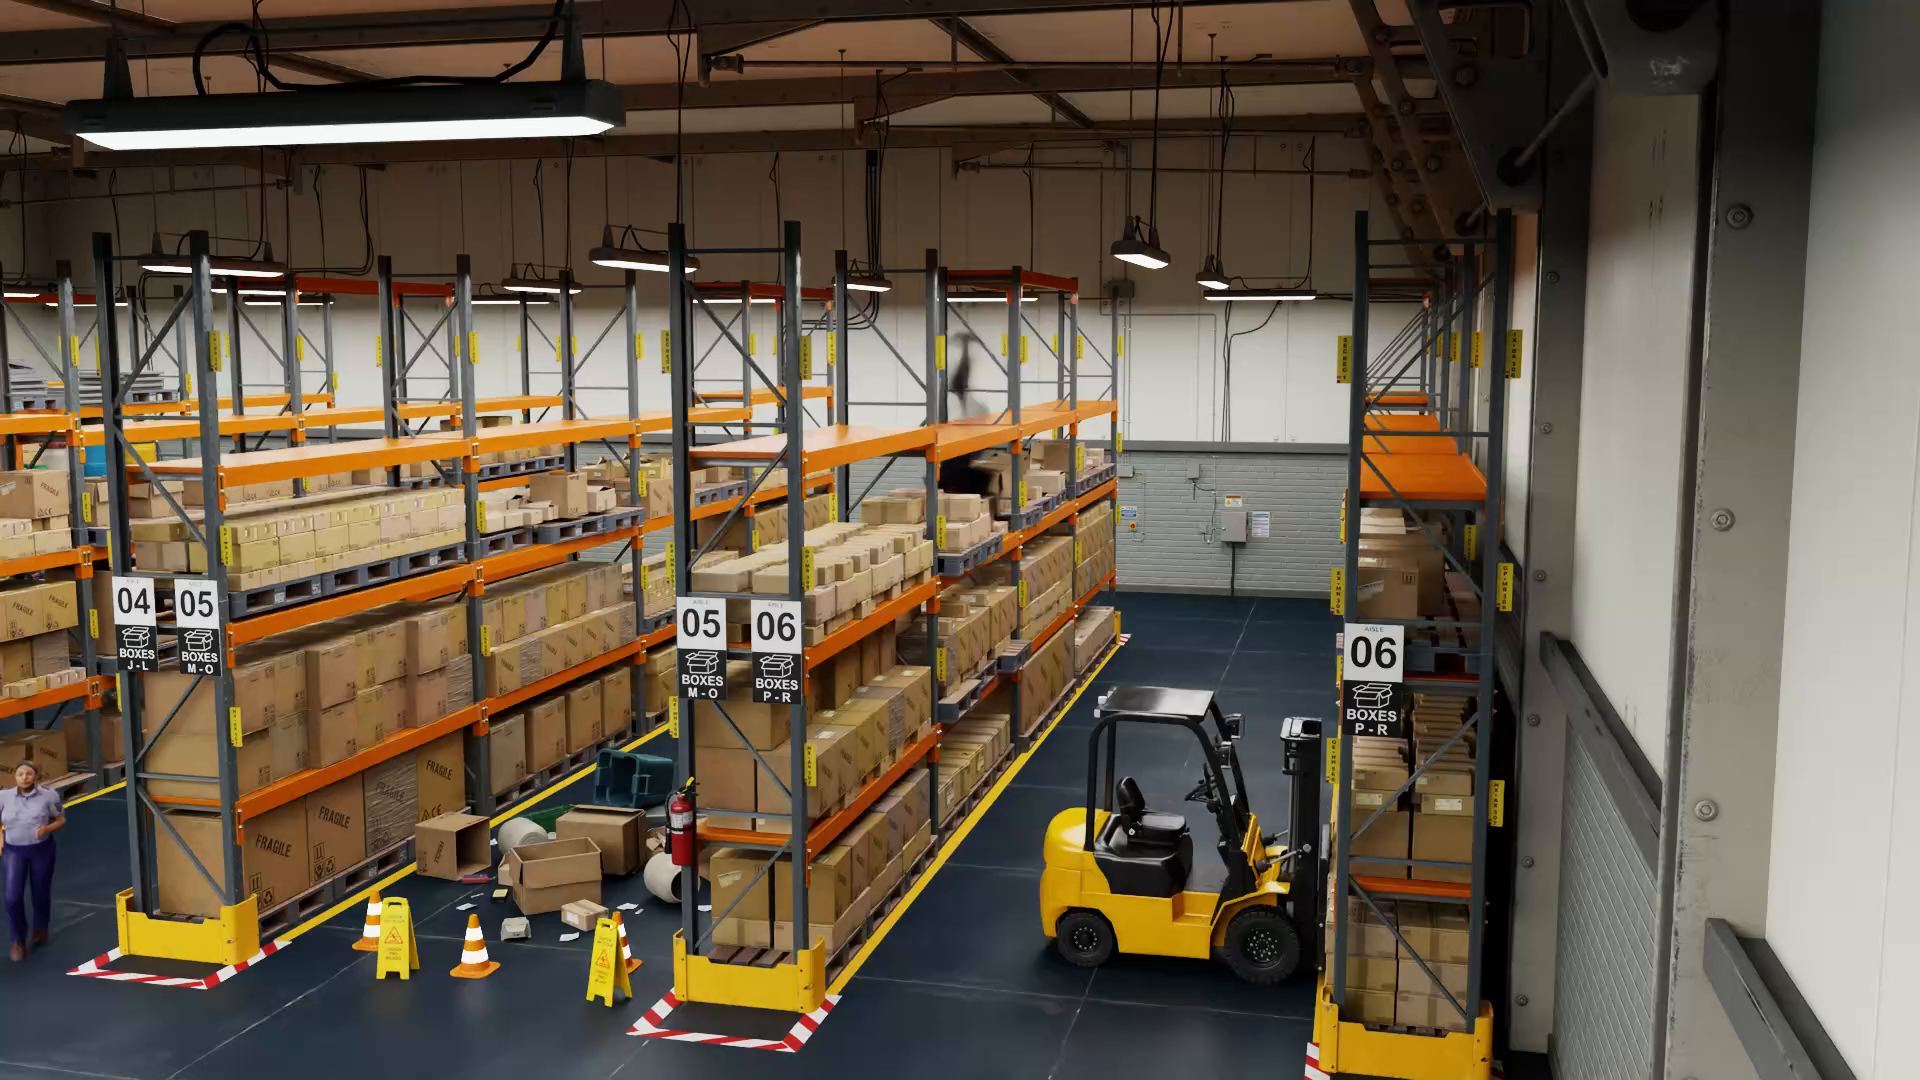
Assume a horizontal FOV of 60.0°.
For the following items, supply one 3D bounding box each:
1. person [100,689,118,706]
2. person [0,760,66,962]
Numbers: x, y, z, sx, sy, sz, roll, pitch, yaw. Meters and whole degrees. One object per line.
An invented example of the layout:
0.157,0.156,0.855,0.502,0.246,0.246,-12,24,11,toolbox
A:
-11.229,1.697,21.858,0.573,1.628,0.758,1,7,10,person
-7.804,2.682,13.945,0.581,1.680,0.711,-4,8,-28,person
